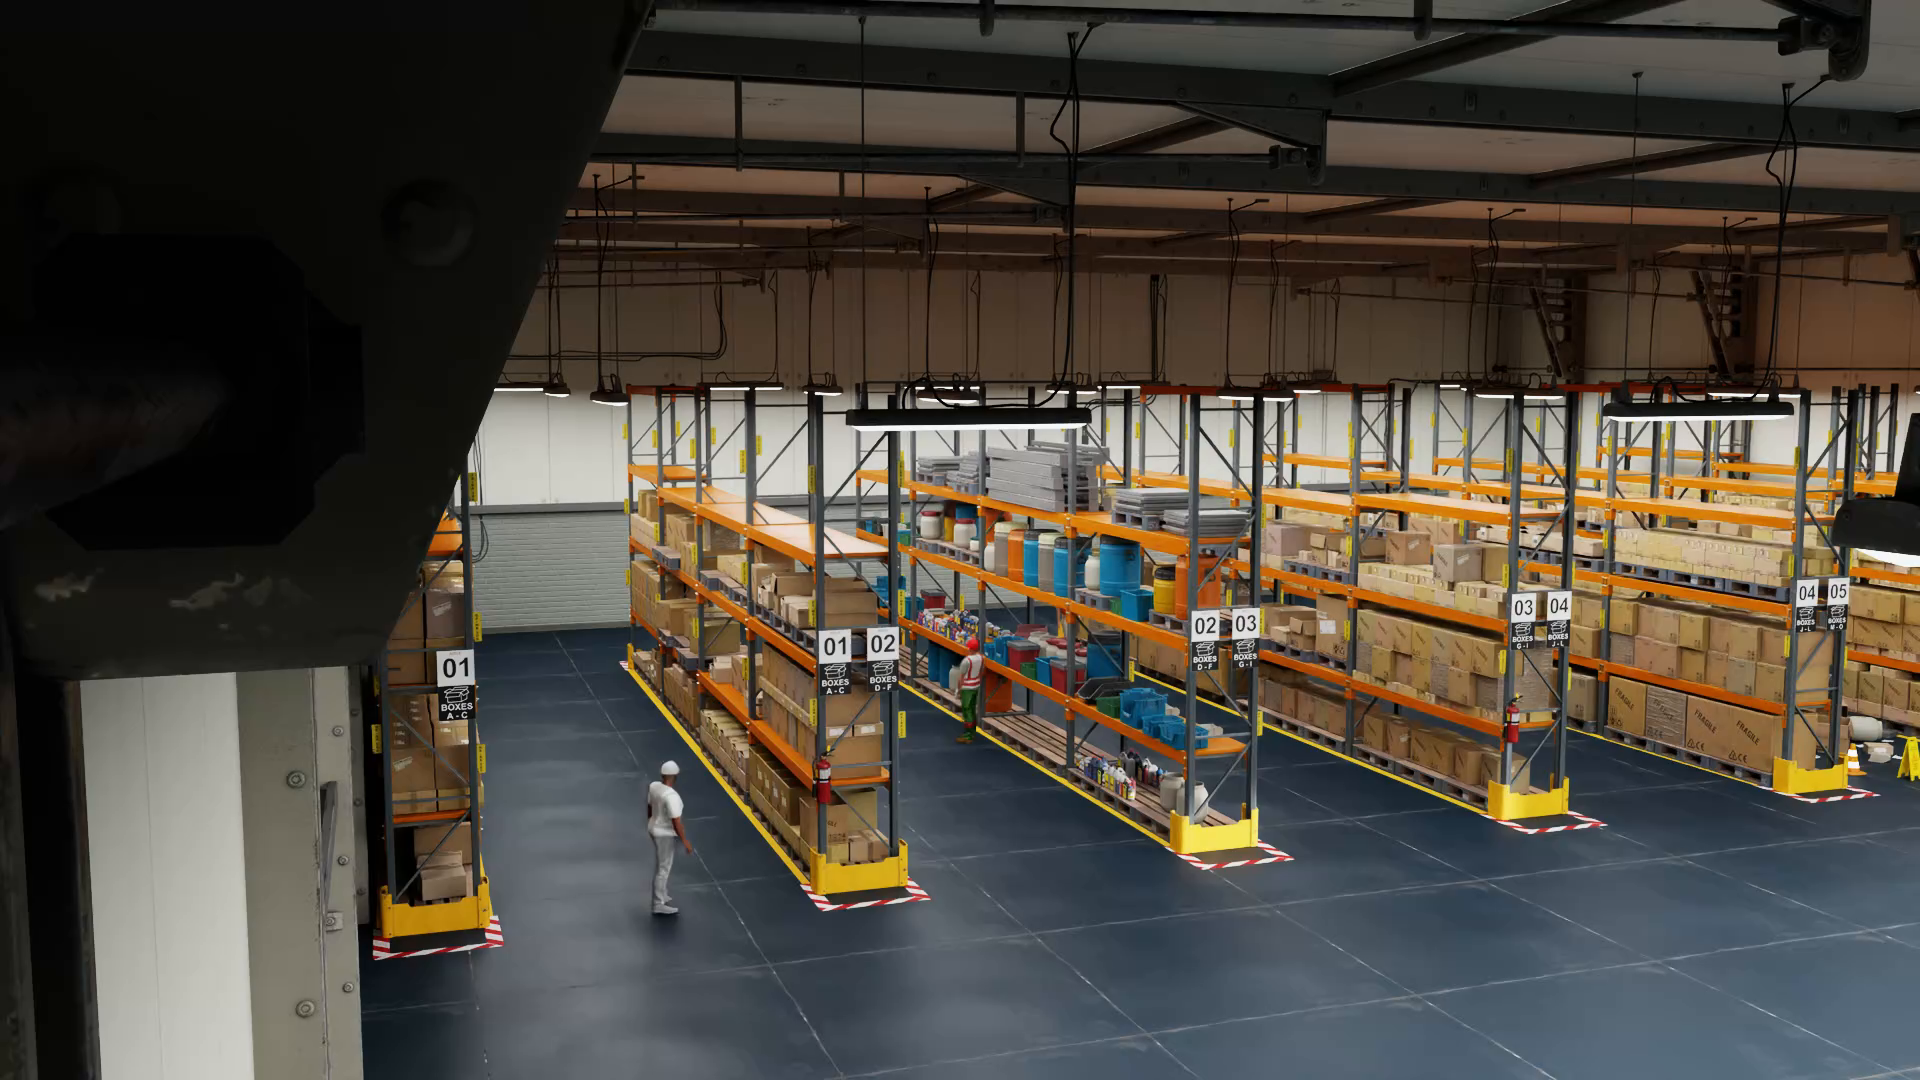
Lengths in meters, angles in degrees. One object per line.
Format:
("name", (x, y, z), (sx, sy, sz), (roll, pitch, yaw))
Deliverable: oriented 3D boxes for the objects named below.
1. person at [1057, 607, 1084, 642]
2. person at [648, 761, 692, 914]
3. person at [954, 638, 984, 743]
("person", (2.360, 1.767, 34.844), (0.534, 1.734, 0.947), (-2, 6, -18))
("person", (-3.441, 3.469, 19.487), (0.477, 1.807, 0.709), (-3, 6, -25))
("person", (0.137, 2.526, 28.224), (0.536, 1.776, 0.648), (3, 6, 24))
